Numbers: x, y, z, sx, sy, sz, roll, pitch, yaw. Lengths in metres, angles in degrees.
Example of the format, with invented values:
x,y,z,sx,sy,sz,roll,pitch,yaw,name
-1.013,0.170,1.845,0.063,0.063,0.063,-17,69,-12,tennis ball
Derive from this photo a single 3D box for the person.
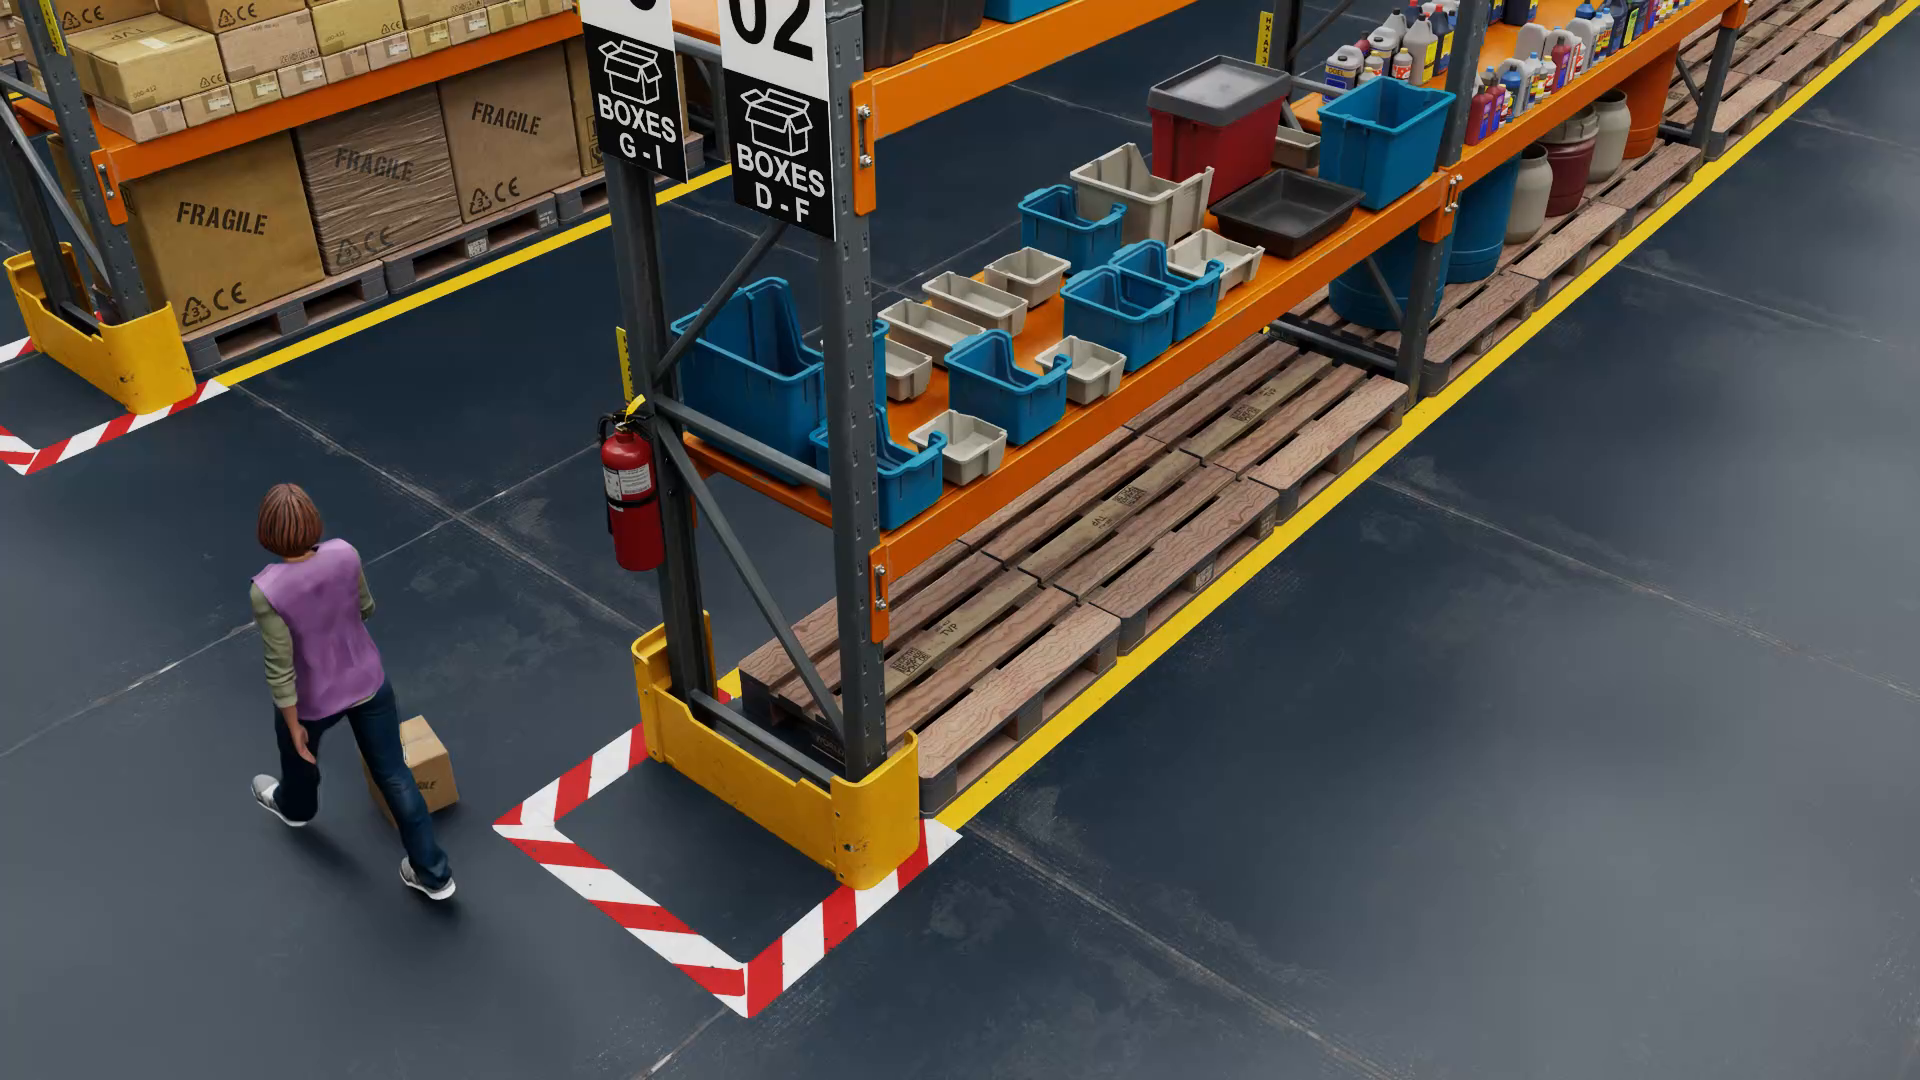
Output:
x,y,z,sx,sy,sz,roll,pitch,yaw,name
-2.112,0.456,5.500,0.457,1.535,0.959,-27,44,-33,person
